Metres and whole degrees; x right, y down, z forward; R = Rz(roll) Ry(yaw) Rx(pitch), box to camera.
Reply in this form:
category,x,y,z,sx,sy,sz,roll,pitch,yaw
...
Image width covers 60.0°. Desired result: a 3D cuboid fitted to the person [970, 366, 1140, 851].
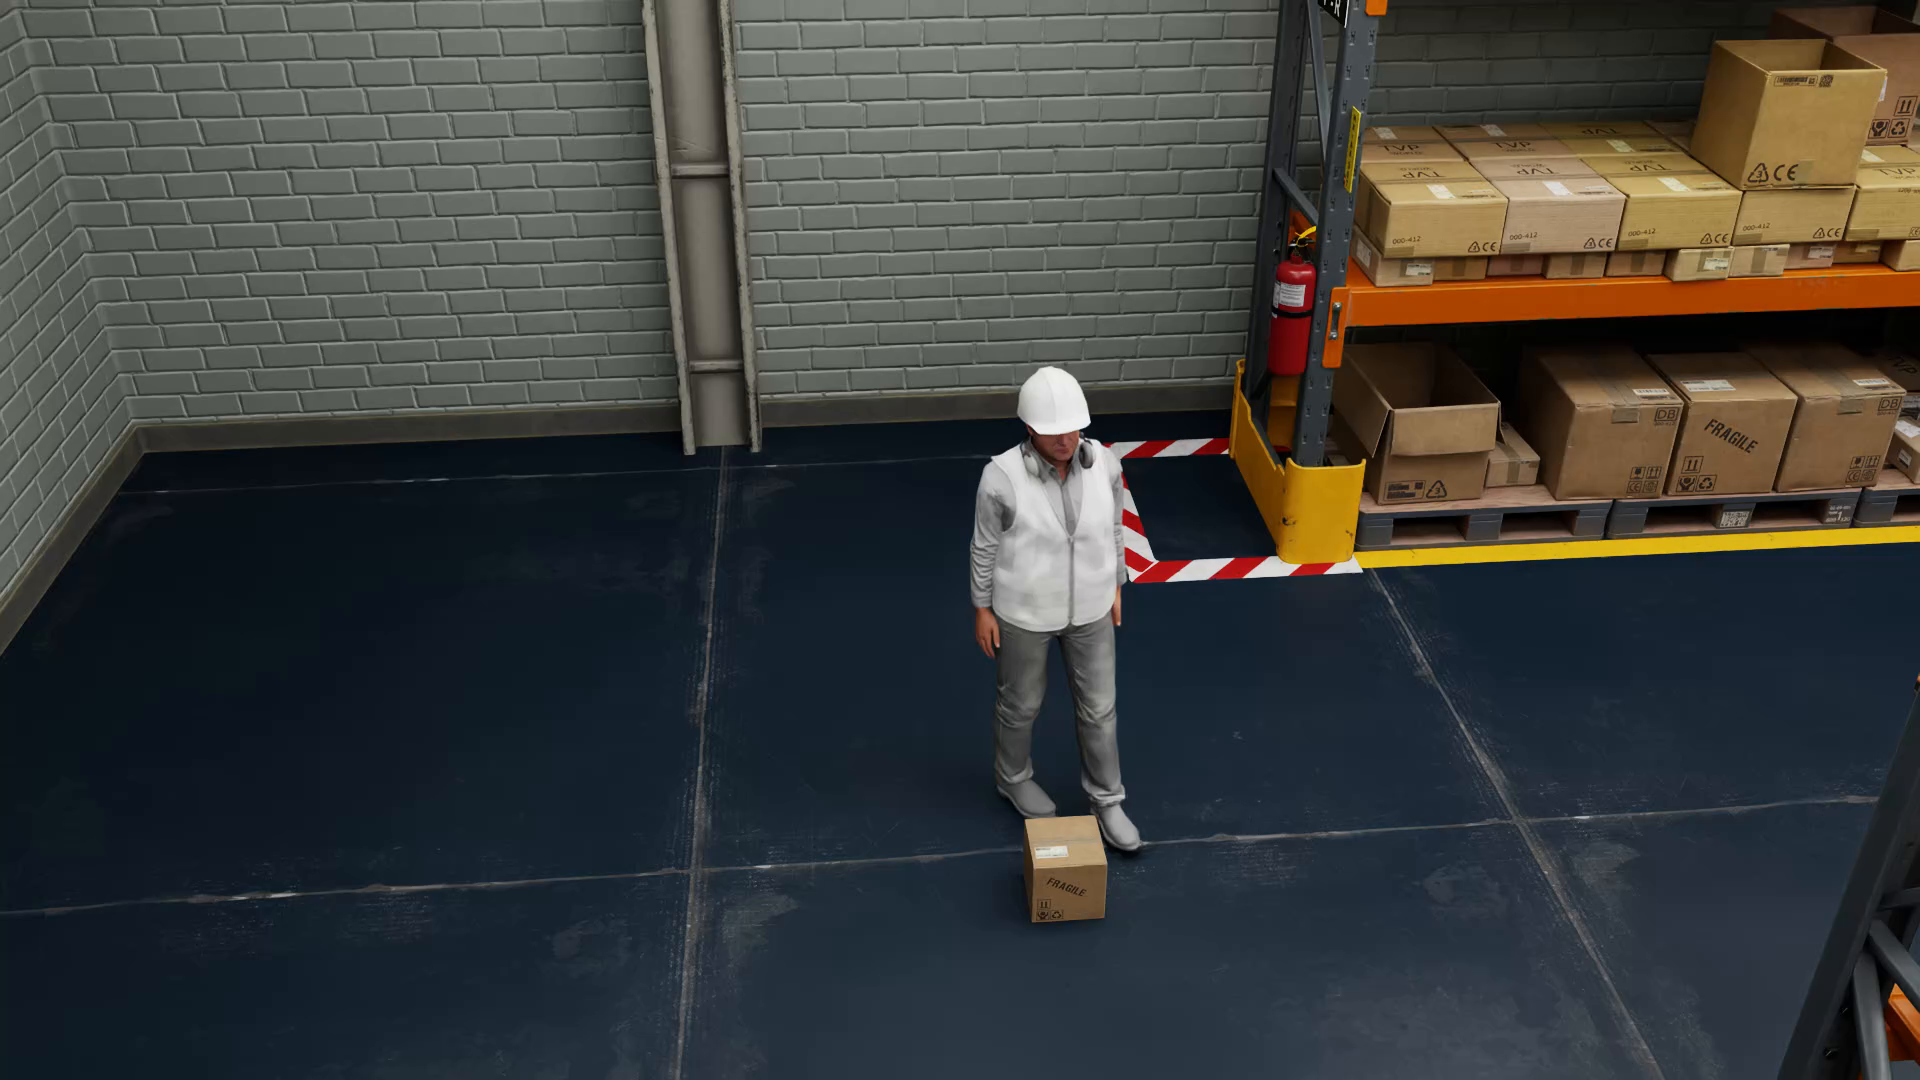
category,x,y,z,sx,sy,sz,roll,pitch,yaw
person,0.350,0.266,5.654,0.565,1.774,0.590,-10,32,-15
